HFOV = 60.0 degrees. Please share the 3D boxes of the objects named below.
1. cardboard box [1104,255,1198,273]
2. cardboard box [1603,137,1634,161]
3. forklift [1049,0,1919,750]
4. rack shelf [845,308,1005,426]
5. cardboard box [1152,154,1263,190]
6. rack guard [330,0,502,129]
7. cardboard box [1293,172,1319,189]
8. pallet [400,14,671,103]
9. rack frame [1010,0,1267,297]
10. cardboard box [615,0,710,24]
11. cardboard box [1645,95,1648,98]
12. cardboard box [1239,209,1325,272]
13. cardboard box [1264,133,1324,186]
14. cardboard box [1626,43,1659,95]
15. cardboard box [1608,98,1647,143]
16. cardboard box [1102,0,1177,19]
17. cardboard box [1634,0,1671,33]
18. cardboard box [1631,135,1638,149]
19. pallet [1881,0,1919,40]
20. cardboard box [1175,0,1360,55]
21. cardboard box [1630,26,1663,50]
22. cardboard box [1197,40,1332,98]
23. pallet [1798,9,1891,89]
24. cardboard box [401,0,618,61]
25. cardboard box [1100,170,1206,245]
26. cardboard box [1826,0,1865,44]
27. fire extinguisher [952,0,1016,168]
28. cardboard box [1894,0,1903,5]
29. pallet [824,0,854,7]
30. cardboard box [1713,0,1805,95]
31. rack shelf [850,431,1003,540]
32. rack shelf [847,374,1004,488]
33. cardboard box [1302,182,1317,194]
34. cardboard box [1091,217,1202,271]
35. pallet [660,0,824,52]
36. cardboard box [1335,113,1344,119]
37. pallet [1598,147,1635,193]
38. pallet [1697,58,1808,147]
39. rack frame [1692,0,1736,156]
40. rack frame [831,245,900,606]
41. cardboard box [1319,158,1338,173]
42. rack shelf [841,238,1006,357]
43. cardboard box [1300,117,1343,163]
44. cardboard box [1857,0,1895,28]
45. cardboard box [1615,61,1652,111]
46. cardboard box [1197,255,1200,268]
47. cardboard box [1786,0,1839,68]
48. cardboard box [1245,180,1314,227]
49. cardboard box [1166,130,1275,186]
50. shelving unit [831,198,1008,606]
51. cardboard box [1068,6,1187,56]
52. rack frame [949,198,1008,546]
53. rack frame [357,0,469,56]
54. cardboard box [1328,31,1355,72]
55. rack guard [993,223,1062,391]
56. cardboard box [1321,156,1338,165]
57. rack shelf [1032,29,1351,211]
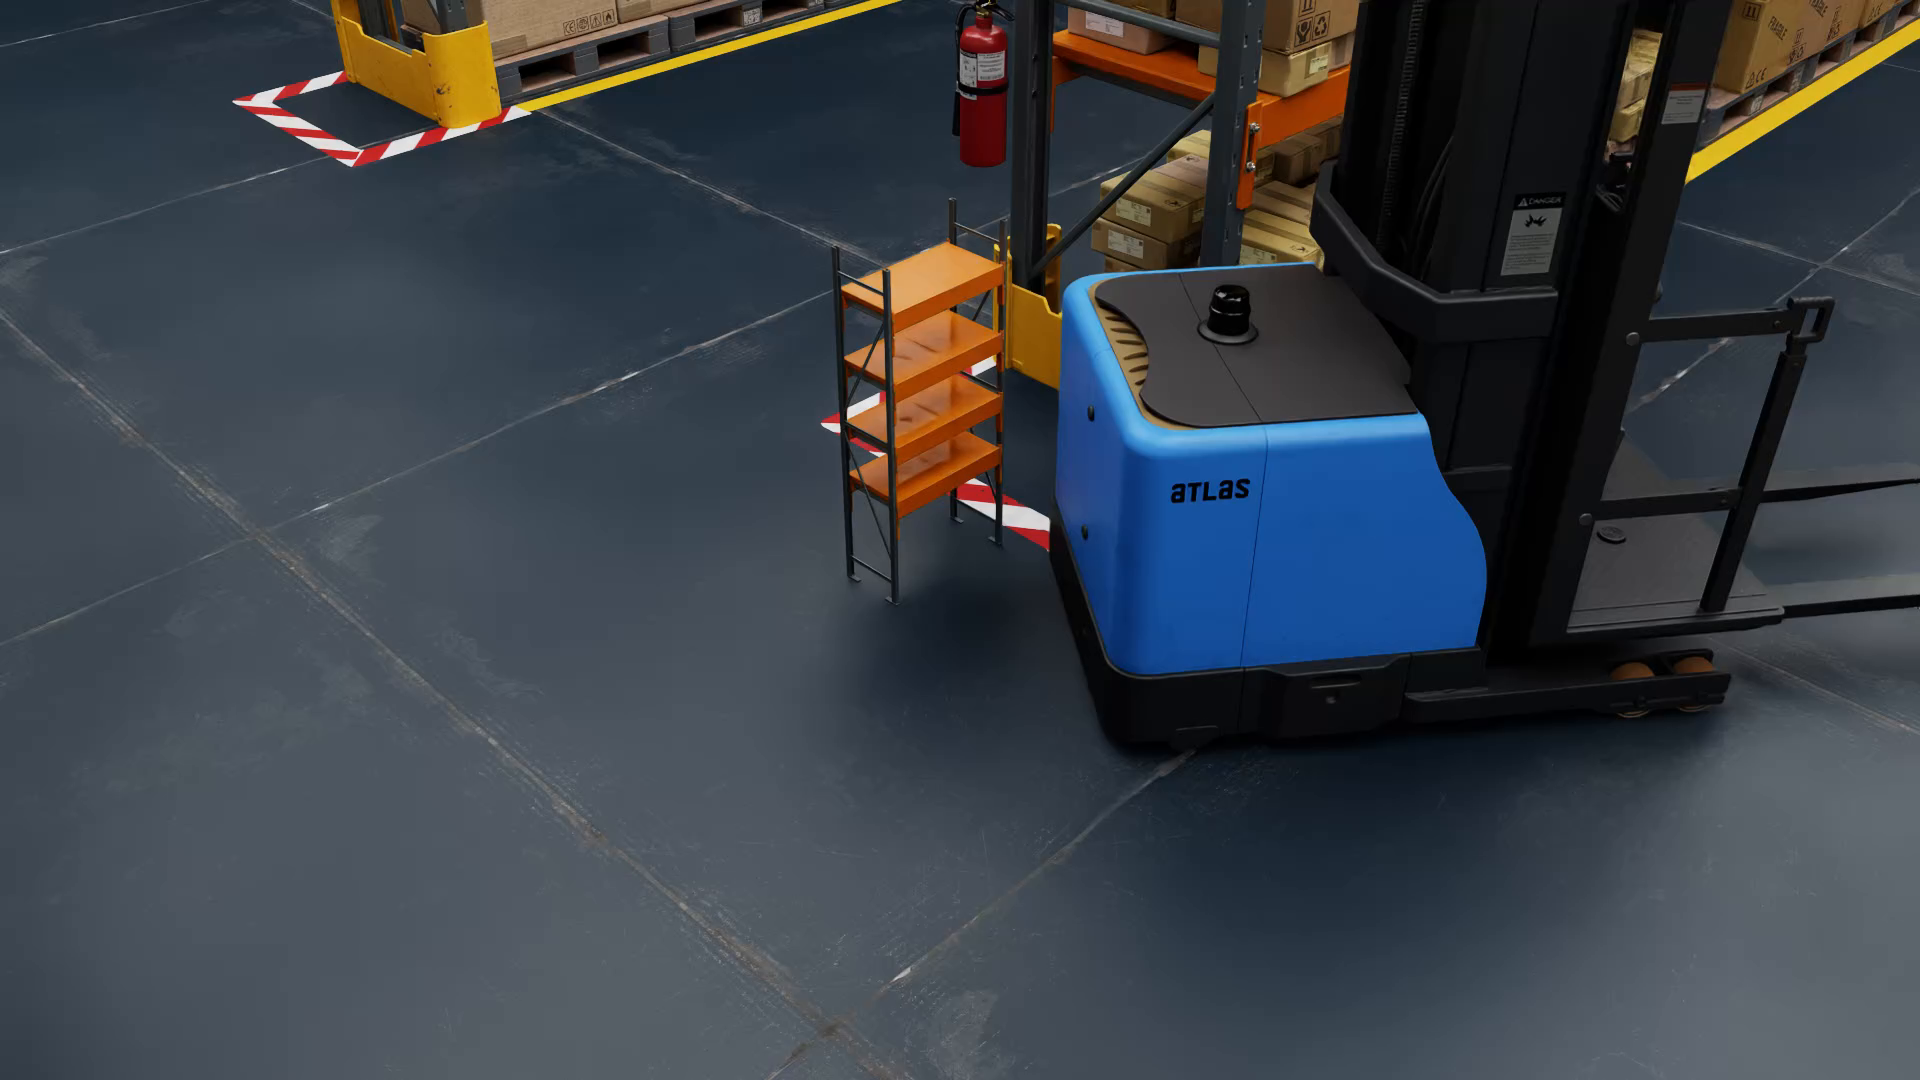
[{"bbox_3d":[0.812,-1.078,6.799,0.250,0.149,0.380,-29,44,-35],"label":"cardboard box"},{"bbox_3d":[2.990,-1.903,7.981,0.380,0.149,0.250,28,44,34],"label":"cardboard box"},{"bbox_3d":[1.855,-0.966,4.573,3.031,2.935,1.130,-4,35,-6],"label":"forklift"},{"bbox_3d":[-0.117,-0.553,5.221,0.258,0.148,0.480,30,45,35],"label":"rack shelf"},{"bbox_3d":[1.000,-1.420,6.769,0.250,0.149,0.380,-29,44,-35],"label":"cardboard box"},{"bbox_3d":[-3.012,-2.697,9.180,1.175,0.500,0.348,30,45,35],"label":"rack guard"},{"bbox_3d":[1.386,-1.511,7.160,0.380,0.149,0.250,29,44,35],"label":"cardboard box"},{"bbox_3d":[-2.487,-2.944,9.787,1.003,0.211,1.213,30,45,35],"label":"pallet"},{"bbox_3d":[0.589,-1.778,5.677,1.000,3.000,0.127,30,45,35],"label":"rack frame"},{"bbox_3d":[-1.962,-3.536,10.071,0.875,0.438,0.875,-29,44,-34],"label":"cardboard box"},{"bbox_3d":[3.229,-2.155,8.083,0.380,0.149,0.250,27,43,33],"label":"cardboard box"},{"bbox_3d":[1.199,-1.100,6.310,0.380,0.149,0.250,27,43,33],"label":"cardboard box"},{"bbox_3d":[1.320,-1.656,7.108,0.380,0.149,0.250,28,43,34],"label":"cardboard box"},{"bbox_3d":[3.190,-2.279,8.001,0.250,0.149,0.380,-29,44,-35],"label":"cardboard box"},{"bbox_3d":[3.053,-2.040,7.917,0.380,0.149,0.250,28,44,34],"label":"cardboard box"},{"bbox_3d":[0.723,-2.227,5.973,0.500,0.500,0.500,-29,44,-35],"label":"cardboard box"},{"bbox_3d":[3.750,-2.950,9.176,0.500,0.500,0.500,29,44,35],"label":"cardboard box"},{"bbox_3d":[3.130,-2.036,8.172,0.250,0.149,0.380,-29,44,-34],"label":"cardboard box"},{"bbox_3d":[5.674,-3.565,10.677,1.003,0.211,1.213,30,45,35],"label":"pallet"},{"bbox_3d":[1.102,-2.012,5.665,0.500,0.500,0.500,-28,43,-34],"label":"cardboard box"},{"bbox_3d":[3.341,-2.399,8.173,0.250,0.149,0.380,-29,44,-34],"label":"cardboard box"},{"bbox_3d":[1.050,-1.674,5.748,0.380,0.149,0.250,29,44,35],"label":"cardboard box"},{"bbox_3d":[4.815,-3.072,9.970,1.003,0.211,1.213,30,45,35],"label":"pallet"},{"bbox_3d":[-2.601,-3.161,9.533,0.875,0.438,0.875,28,44,34],"label":"cardboard box"},{"bbox_3d":[0.782,-1.342,6.656,0.250,0.149,0.380,-29,44,-35],"label":"cardboard box"},{"bbox_3d":[4.847,-3.175,9.498,0.500,0.500,0.500,-29,44,-35],"label":"cardboard box"},{"bbox_3d":[0.084,-1.677,5.926,0.296,0.674,0.183,30,45,35],"label":"fire extinguisher"},{"bbox_3d":[5.579,-3.590,10.094,0.500,0.500,0.500,-28,44,-34],"label":"cardboard box"},{"bbox_3d":[-0.768,-3.934,11.207,1.003,0.211,1.213,30,45,35],"label":"pallet"},{"bbox_3d":[4.116,-2.741,8.877,0.500,0.500,0.500,-28,44,-34],"label":"cardboard box"},{"bbox_3d":[-0.117,-0.207,5.463,0.258,0.148,0.480,30,45,35],"label":"rack shelf"},{"bbox_3d":[-0.117,-0.370,5.349,0.258,0.148,0.480,30,45,35],"label":"rack shelf"},{"bbox_3d":[1.577,-1.311,6.613,0.380,0.149,0.250,29,44,35],"label":"cardboard box"},{"bbox_3d":[0.759,-1.232,6.759,0.380,0.149,0.250,28,44,34],"label":"cardboard box"},{"bbox_3d":[-1.627,-3.437,10.493,1.003,0.211,1.213,30,45,35],"label":"pallet"},{"bbox_3d":[1.734,-1.850,7.386,0.380,0.149,0.250,28,44,34],"label":"cardboard box"},{"bbox_3d":[2.959,-1.971,8.391,1.003,0.211,1.213,30,45,35],"label":"pallet"},{"bbox_3d":[3.955,-2.574,9.257,1.003,0.211,1.213,30,45,35],"label":"pallet"},{"bbox_3d":[3.407,-3.401,8.005,1.000,3.000,0.127,30,45,35],"label":"rack frame"},{"bbox_3d":[-0.289,-0.326,5.168,0.240,1.200,0.015,30,45,35],"label":"rack frame"},{"bbox_3d":[1.693,-1.445,6.805,0.380,0.149,0.250,27,43,33],"label":"cardboard box"},{"bbox_3d":[-0.117,-0.747,5.086,0.258,0.148,0.480,30,45,35],"label":"rack shelf"},{"bbox_3d":[1.470,-1.788,7.296,0.250,0.149,0.380,-28,44,-34],"label":"cardboard box"},{"bbox_3d":[5.218,-3.369,9.777,0.500,0.500,0.500,27,43,33],"label":"cardboard box"},{"bbox_3d":[3.019,-2.175,7.852,0.380,0.149,0.250,29,44,35],"label":"cardboard box"},{"bbox_3d":[1.141,-1.012,6.444,0.250,0.149,0.380,-28,44,-34],"label":"cardboard box"},{"bbox_3d":[4.488,-2.957,9.186,0.500,0.500,0.500,-28,43,-34],"label":"cardboard box"},{"bbox_3d":[1.308,-1.261,6.540,0.250,0.149,0.380,-29,44,-35],"label":"cardboard box"},{"bbox_3d":[1.092,-1.577,6.994,0.380,0.149,0.250,29,44,34],"label":"cardboard box"},{"bbox_3d":[-0.117,-0.425,5.310,0.258,1.200,0.503,30,45,35],"label":"shelving unit"},{"bbox_3d":[0.618,-1.921,6.102,0.380,0.149,0.250,30,45,35],"label":"cardboard box"},{"bbox_3d":[0.055,-0.524,5.452,0.240,1.200,0.015,30,45,35],"label":"rack frame"},{"bbox_3d":[-2.995,-3.732,8.478,1.000,3.000,0.127,30,45,35],"label":"rack frame"},{"bbox_3d":[1.200,-1.794,5.920,0.250,0.149,0.380,-28,44,-34],"label":"cardboard box"},{"bbox_3d":[0.643,-0.783,6.436,1.175,0.500,0.348,30,45,35],"label":"rack guard"},{"bbox_3d":[1.479,-1.659,7.371,0.250,0.149,0.380,-29,44,-35],"label":"cardboard box"},{"bbox_3d":[1.998,-2.294,7.047,1.077,0.370,4.000,30,45,35],"label":"rack shelf"}]
